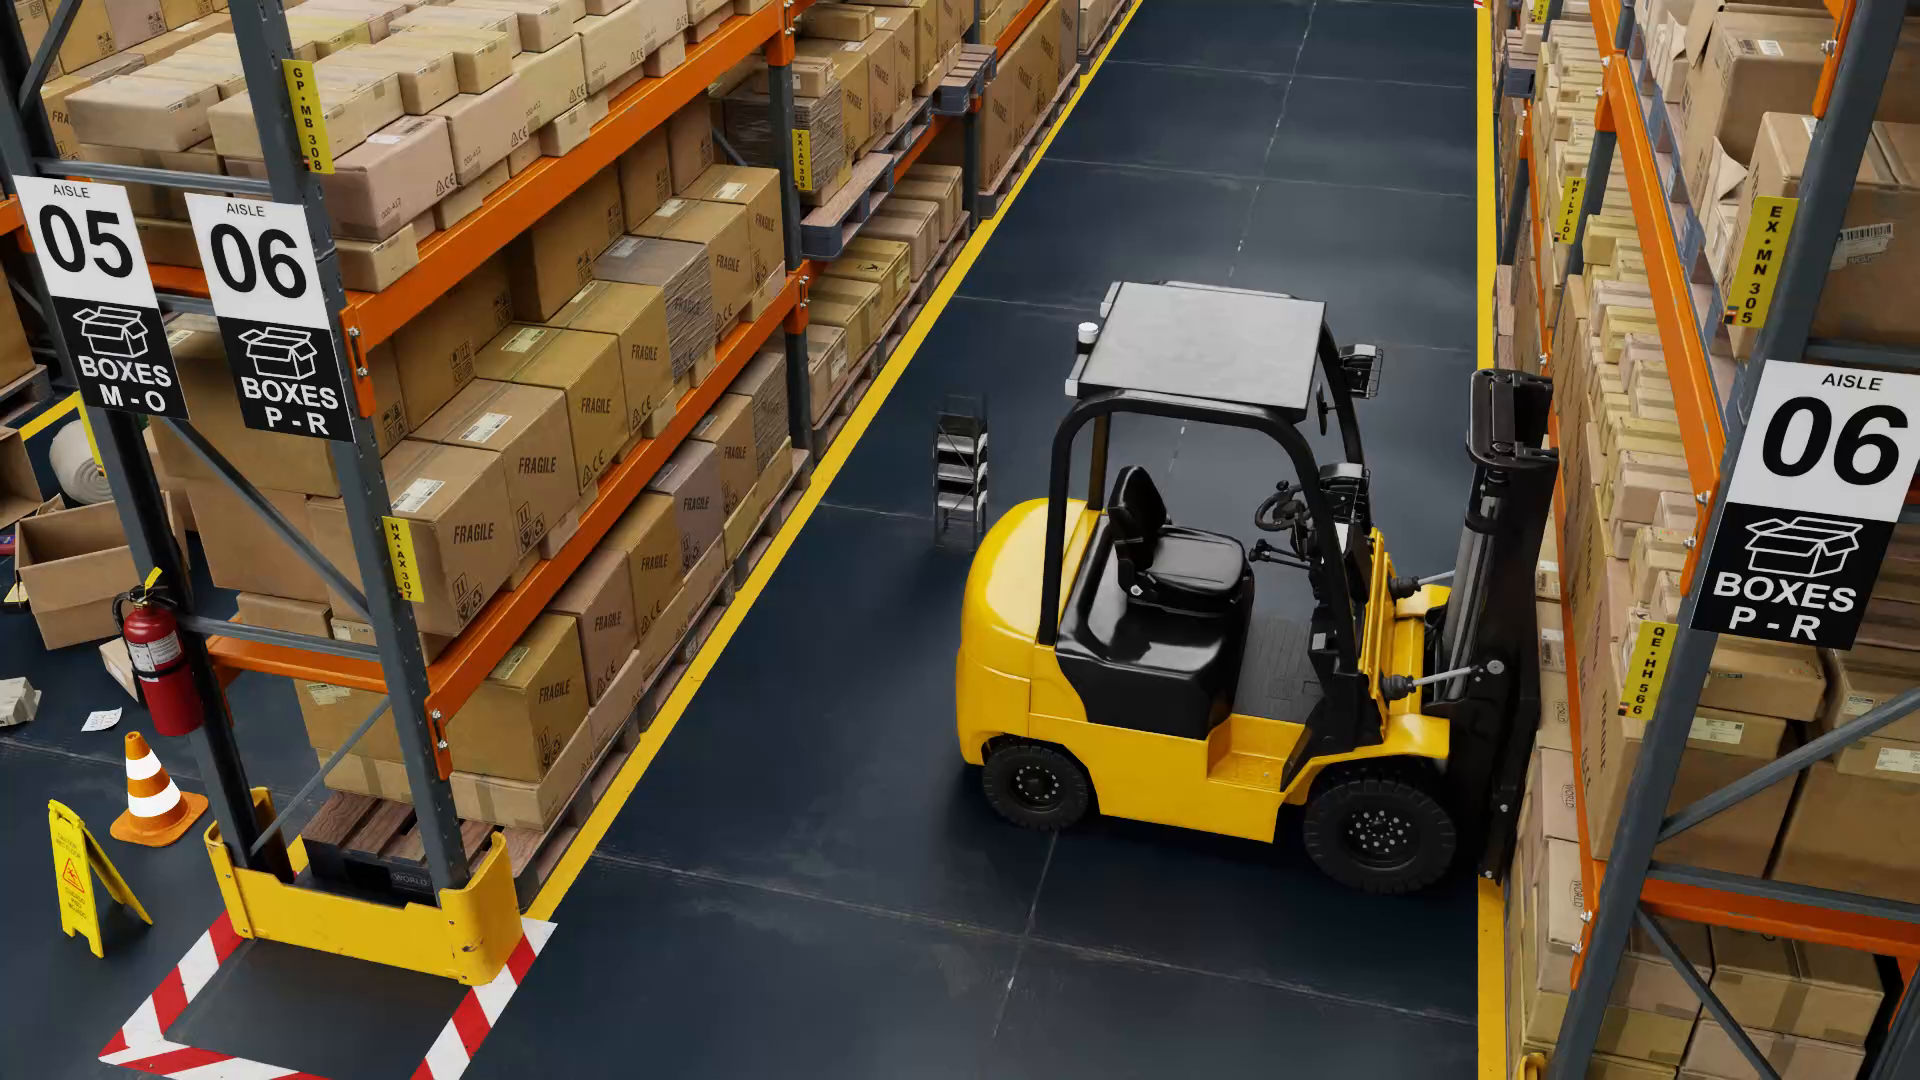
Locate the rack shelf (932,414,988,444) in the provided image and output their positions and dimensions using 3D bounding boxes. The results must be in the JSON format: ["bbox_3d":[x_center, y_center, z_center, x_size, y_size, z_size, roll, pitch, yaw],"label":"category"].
[{"bbox_3d":[0.002,-0.584,8.888,0.258,0.077,0.200,8,33,12],"label":"rack shelf"}]

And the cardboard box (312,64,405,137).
[{"bbox_3d":[-2.047,-1.428,5.396,0.380,0.149,0.250,8,33,12],"label":"cardboard box"}]

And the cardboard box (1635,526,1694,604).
[{"bbox_3d":[2.379,0.104,5.316,0.380,0.149,0.250,9,33,13],"label":"cardboard box"}]

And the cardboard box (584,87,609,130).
[{"bbox_3d":[-1.633,-1.744,6.635,0.380,0.149,0.250,7,33,11],"label":"cardboard box"}]

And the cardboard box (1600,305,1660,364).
[{"bbox_3d":[2.827,-0.821,6.771,0.380,0.149,0.250,8,33,12],"label":"cardboard box"}]

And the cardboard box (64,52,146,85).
[{"bbox_3d":[-5.660,-2.880,10.891,0.500,0.500,0.500,8,33,13],"label":"cardboard box"}]

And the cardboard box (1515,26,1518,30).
[{"bbox_3d":[5.116,-4.442,14.775,0.380,0.149,0.250,10,34,15],"label":"cardboard box"}]

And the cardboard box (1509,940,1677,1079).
[{"bbox_3d":[2.233,1.728,5.908,0.500,0.250,0.500,8,33,13],"label":"cardboard box"}]

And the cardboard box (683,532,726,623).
[{"bbox_3d":[-1.517,0.149,8.391,0.500,0.250,0.500,9,33,13],"label":"cardboard box"}]

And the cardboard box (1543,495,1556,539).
[{"bbox_3d":[2.869,-0.011,7.711,0.500,0.250,0.500,8,33,12],"label":"cardboard box"}]

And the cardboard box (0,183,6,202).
[{"bbox_3d":[-6.263,-2.210,9.790,0.875,0.550,0.550,8,33,12],"label":"cardboard box"}]

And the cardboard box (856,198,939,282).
[{"bbox_3d":[-0.685,-2.186,11.951,0.950,0.372,0.625,7,33,11],"label":"cardboard box"}]

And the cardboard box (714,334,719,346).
[{"bbox_3d":[-1.429,-1.021,8.295,0.380,0.149,0.250,8,33,12],"label":"cardboard box"}]

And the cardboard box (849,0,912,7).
[{"bbox_3d":[-0.495,-3.525,10.633,0.380,0.149,0.250,6,33,10],"label":"cardboard box"}]

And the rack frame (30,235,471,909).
[{"bbox_3d":[-2.383,0.358,5.892,1.000,3.000,0.127,8,33,12],"label":"rack frame"}]

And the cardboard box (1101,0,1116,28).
[{"bbox_3d":[1.152,-5.741,17.482,0.875,0.438,0.875,7,33,11],"label":"cardboard box"}]

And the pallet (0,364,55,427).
[{"bbox_3d":[-6.450,-0.779,10.278,1.003,0.211,1.213,8,33,12],"label":"pallet"}]

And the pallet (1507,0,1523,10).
[{"bbox_3d":[5.156,-4.715,14.049,1.003,0.211,1.213,8,33,12],"label":"pallet"}]

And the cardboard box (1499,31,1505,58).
[{"bbox_3d":[5.413,-4.733,16.057,0.396,0.266,0.258,9,34,14],"label":"cardboard box"}]

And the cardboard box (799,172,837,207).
[{"bbox_3d":[-0.922,-2.033,9.495,0.380,0.149,0.250,8,33,13],"label":"cardboard box"}]

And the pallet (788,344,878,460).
[{"bbox_3d":[-1.171,-0.946,10.541,1.003,0.211,1.213,8,33,12],"label":"pallet"}]

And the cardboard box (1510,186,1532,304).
[{"bbox_3d":[4.278,-1.973,11.380,0.875,0.625,0.625,9,34,14],"label":"cardboard box"}]

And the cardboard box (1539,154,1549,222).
[{"bbox_3d":[3.711,-2.062,9.838,0.500,0.250,0.500,9,34,14],"label":"cardboard box"}]

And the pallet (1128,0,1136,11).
[{"bbox_3d":[1.550,-6.343,19.031,1.003,0.211,1.213,8,33,12],"label":"pallet"}]

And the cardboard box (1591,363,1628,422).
[{"bbox_3d":[2.746,-0.570,6.653,0.380,0.149,0.250,7,33,11],"label":"cardboard box"}]

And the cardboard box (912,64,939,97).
[{"bbox_3d":[-0.355,-3.103,11.177,0.380,0.149,0.250,9,33,13],"label":"cardboard box"}]

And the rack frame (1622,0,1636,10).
[{"bbox_3d":[3.435,-3.576,6.487,1.000,3.000,0.127,8,33,12],"label":"rack frame"}]

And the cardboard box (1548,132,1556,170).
[{"bbox_3d":[3.717,-2.273,9.704,0.500,0.250,0.500,8,33,13],"label":"cardboard box"}]

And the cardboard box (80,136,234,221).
[{"bbox_3d":[-2.514,-1.273,5.523,0.500,0.250,0.500,8,33,12],"label":"cardboard box"}]

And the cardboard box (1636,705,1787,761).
[{"bbox_3d":[2.236,0.497,4.974,0.380,0.149,0.250,8,33,13],"label":"cardboard box"}]

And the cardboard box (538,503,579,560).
[{"bbox_3d":[-1.791,-0.069,6.798,0.380,0.149,0.250,9,33,13],"label":"cardboard box"}]

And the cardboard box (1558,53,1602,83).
[{"bbox_3d":[3.923,-2.898,10.314,0.380,0.149,0.250,8,33,13],"label":"cardboard box"}]

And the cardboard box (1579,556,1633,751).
[{"bbox_3d":[2.431,0.430,5.684,0.500,0.500,0.500,9,34,14],"label":"cardboard box"}]

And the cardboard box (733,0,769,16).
[{"bbox_3d":[-1.152,-2.672,8.096,0.380,0.149,0.250,8,33,13],"label":"cardboard box"}]

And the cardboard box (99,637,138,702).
[{"bbox_3d":[-4.004,0.606,8.158,0.380,0.149,0.250,28,42,36],"label":"cardboard box"}]

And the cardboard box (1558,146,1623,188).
[{"bbox_3d":[3.406,-1.978,8.868,0.380,0.149,0.250,7,33,11],"label":"cardboard box"}]

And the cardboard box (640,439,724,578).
[{"bbox_3d":[-1.514,-0.179,8.208,0.500,0.500,0.500,10,34,15],"label":"cardboard box"}]

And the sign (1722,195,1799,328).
[{"bbox_3d":[1.898,-0.656,3.938,0.100,0.325,0.005,8,33,12],"label":"sign"}]

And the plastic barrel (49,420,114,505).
[{"bbox_3d":[-4.985,-0.455,9.571,0.421,0.421,0.512,-21,38,-29],"label":"plastic barrel"}]

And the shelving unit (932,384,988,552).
[{"bbox_3d":[0.002,-0.384,9.015,0.258,0.900,0.210,8,33,12],"label":"shelving unit"}]

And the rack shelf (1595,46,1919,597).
[{"bbox_3d":[2.927,-0.969,5.852,1.077,0.370,4.000,8,33,12],"label":"rack shelf"}]

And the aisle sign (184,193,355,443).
[{"bbox_3d":[-2.099,-0.665,5.077,0.394,0.787,0.004,8,33,12],"label":"aisle sign"}]

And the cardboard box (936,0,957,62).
[{"bbox_3d":[-0.320,-3.595,11.348,0.500,0.500,0.500,7,33,12],"label":"cardboard box"}]

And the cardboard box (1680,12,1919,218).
[{"bbox_3d":[2.653,-1.277,5.089,0.700,0.500,0.500,8,33,13],"label":"cardboard box"}]

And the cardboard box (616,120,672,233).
[{"bbox_3d":[-1.840,-1.847,8.057,0.700,0.500,0.500,8,33,13],"label":"cardboard box"}]

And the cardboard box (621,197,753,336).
[{"bbox_3d":[-1.364,-1.353,8.212,0.500,0.500,0.500,9,34,14],"label":"cardboard box"}]

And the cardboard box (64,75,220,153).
[{"bbox_3d":[-2.583,-1.354,5.280,0.380,0.149,0.250,8,33,13],"label":"cardboard box"}]

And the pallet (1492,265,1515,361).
[{"bbox_3d":[4.203,-1.521,11.446,1.003,0.211,1.213,8,33,12],"label":"pallet"}]

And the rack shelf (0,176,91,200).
[{"bbox_3d":[-5.674,-3.074,11.960,1.077,0.370,4.000,8,33,12],"label":"rack shelf"}]

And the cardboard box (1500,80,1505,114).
[{"bbox_3d":[5.124,-4.098,14.838,0.500,0.500,0.500,9,34,14],"label":"cardboard box"}]
